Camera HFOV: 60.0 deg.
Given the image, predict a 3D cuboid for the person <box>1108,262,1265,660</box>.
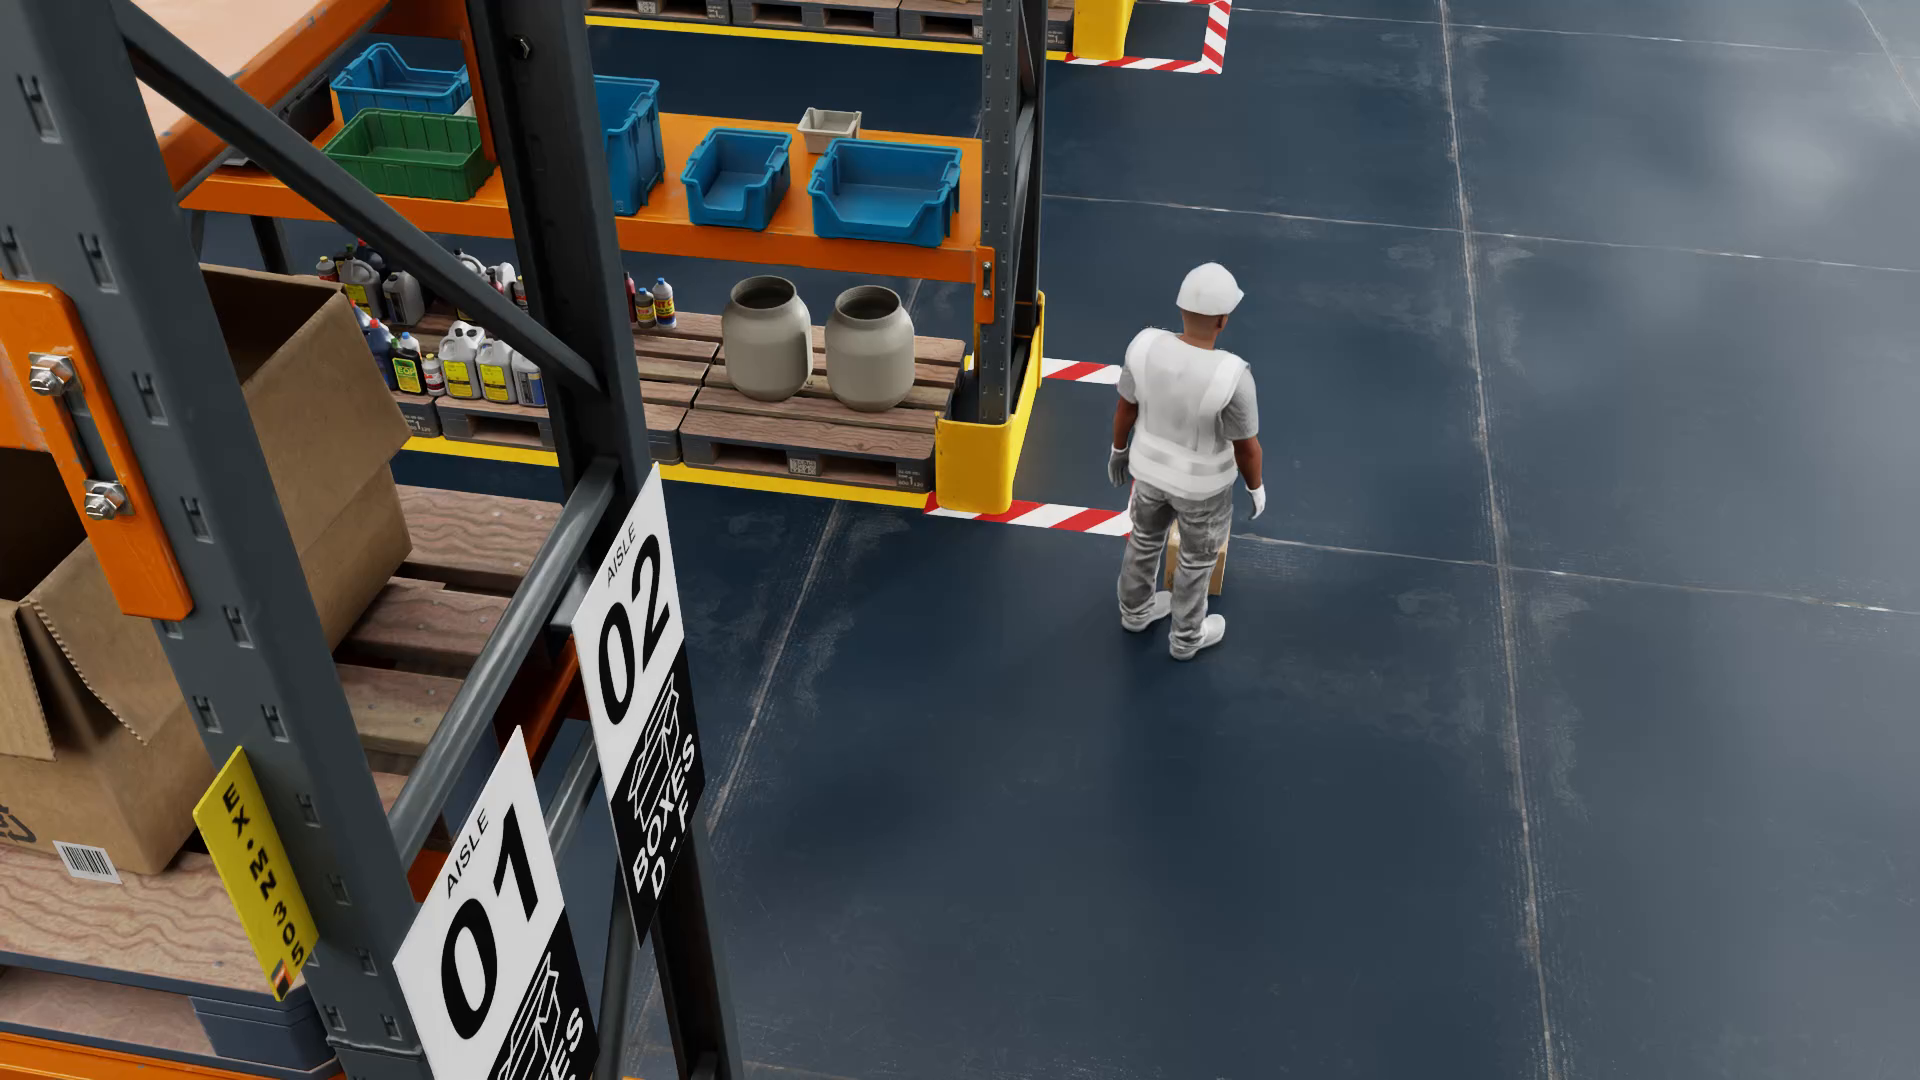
[{"bbox_3d":[0.895,-0.274,6.453,0.622,1.801,0.426,26,47,27],"label":"person"}]
